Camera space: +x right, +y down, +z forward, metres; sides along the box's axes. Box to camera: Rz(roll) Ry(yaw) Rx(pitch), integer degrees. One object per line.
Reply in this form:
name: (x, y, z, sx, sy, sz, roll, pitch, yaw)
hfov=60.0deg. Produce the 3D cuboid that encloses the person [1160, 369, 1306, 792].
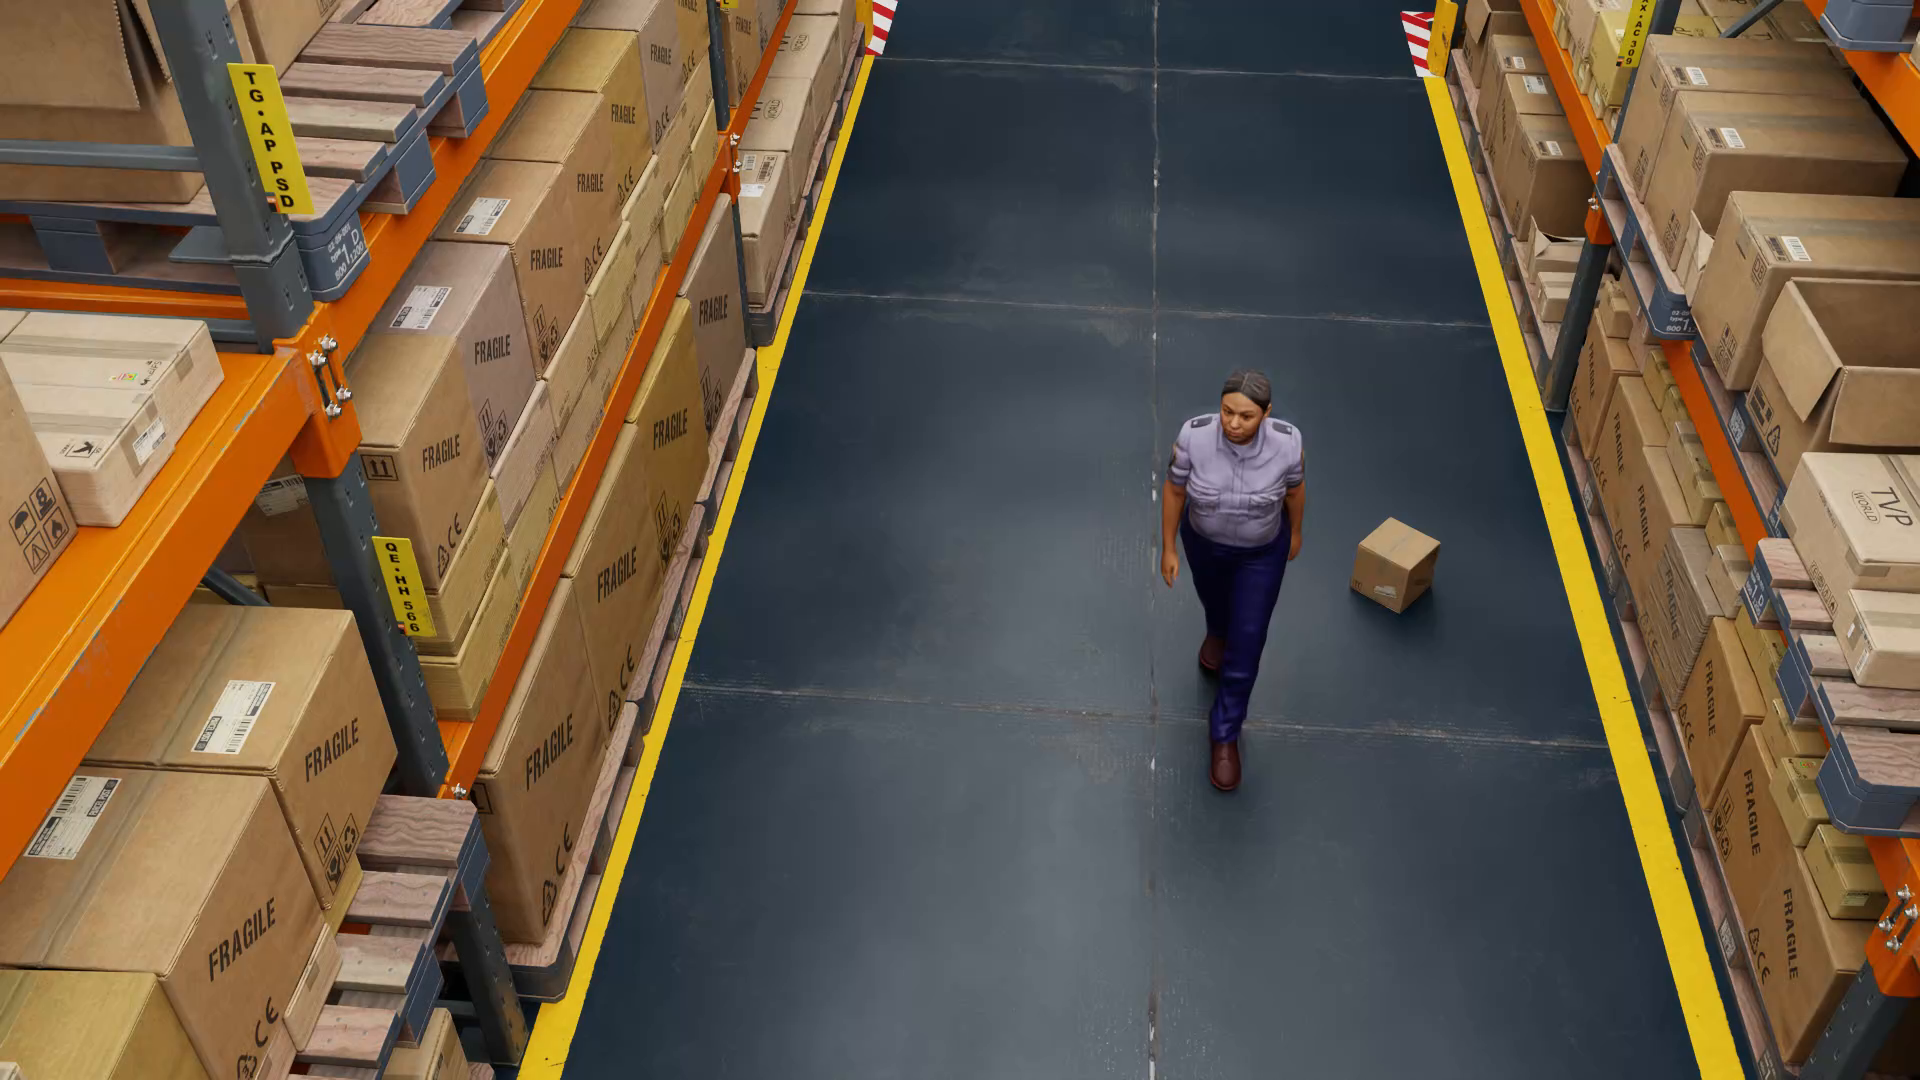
person: (0.979, 0.030, 6.127, 0.506, 1.601, 0.898, 13, 42, 15)
